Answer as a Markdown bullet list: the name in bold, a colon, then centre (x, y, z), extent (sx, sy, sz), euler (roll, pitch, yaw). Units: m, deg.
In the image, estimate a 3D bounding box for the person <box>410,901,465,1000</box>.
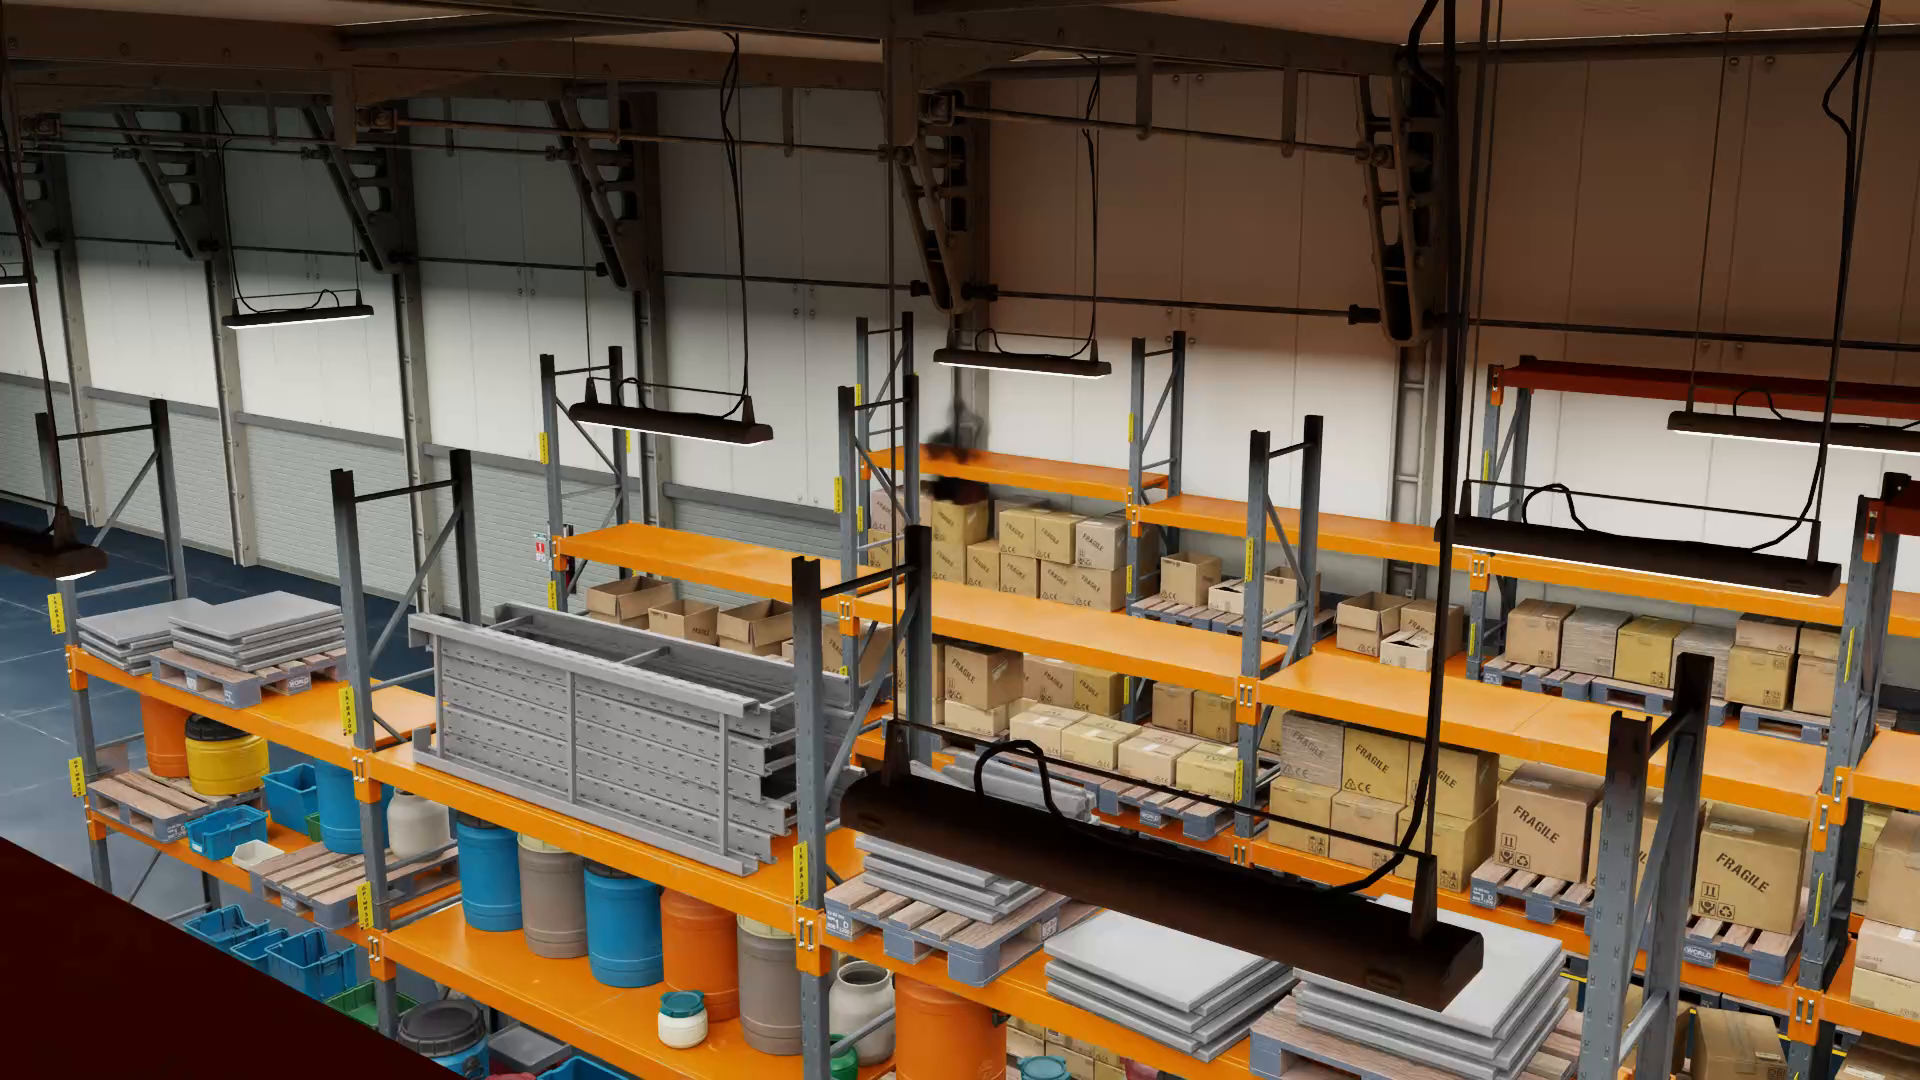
- **person**: centre (-4.604, 3.779, 15.033), extent (0.785, 1.843, 0.662), euler (6, 14, 24)
